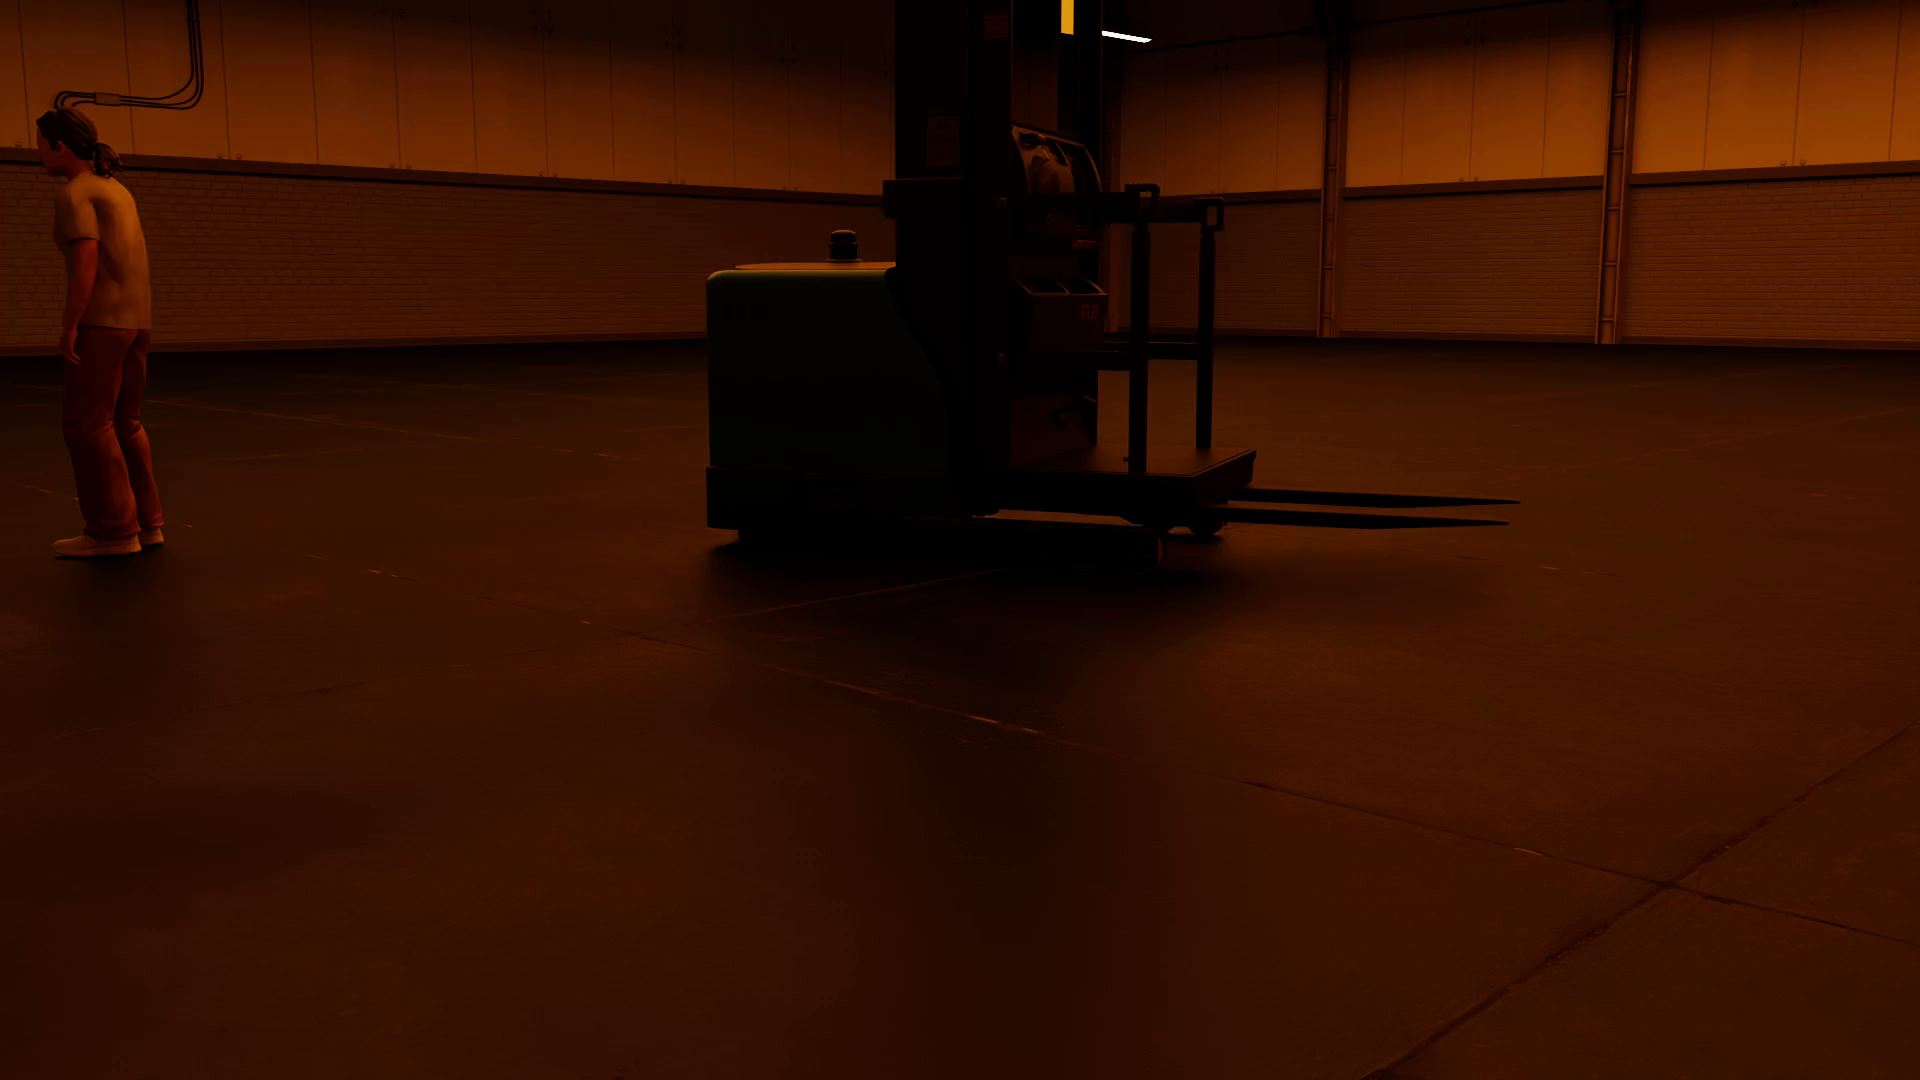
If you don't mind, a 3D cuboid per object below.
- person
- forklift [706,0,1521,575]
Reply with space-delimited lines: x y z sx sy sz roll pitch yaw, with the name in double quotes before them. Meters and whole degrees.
"person" -3.271 -0.785 6.315 0.355 1.673 0.499 0 9 -3
"forklift" 0.565 -1.416 6.275 3.031 2.935 1.130 3 9 22
